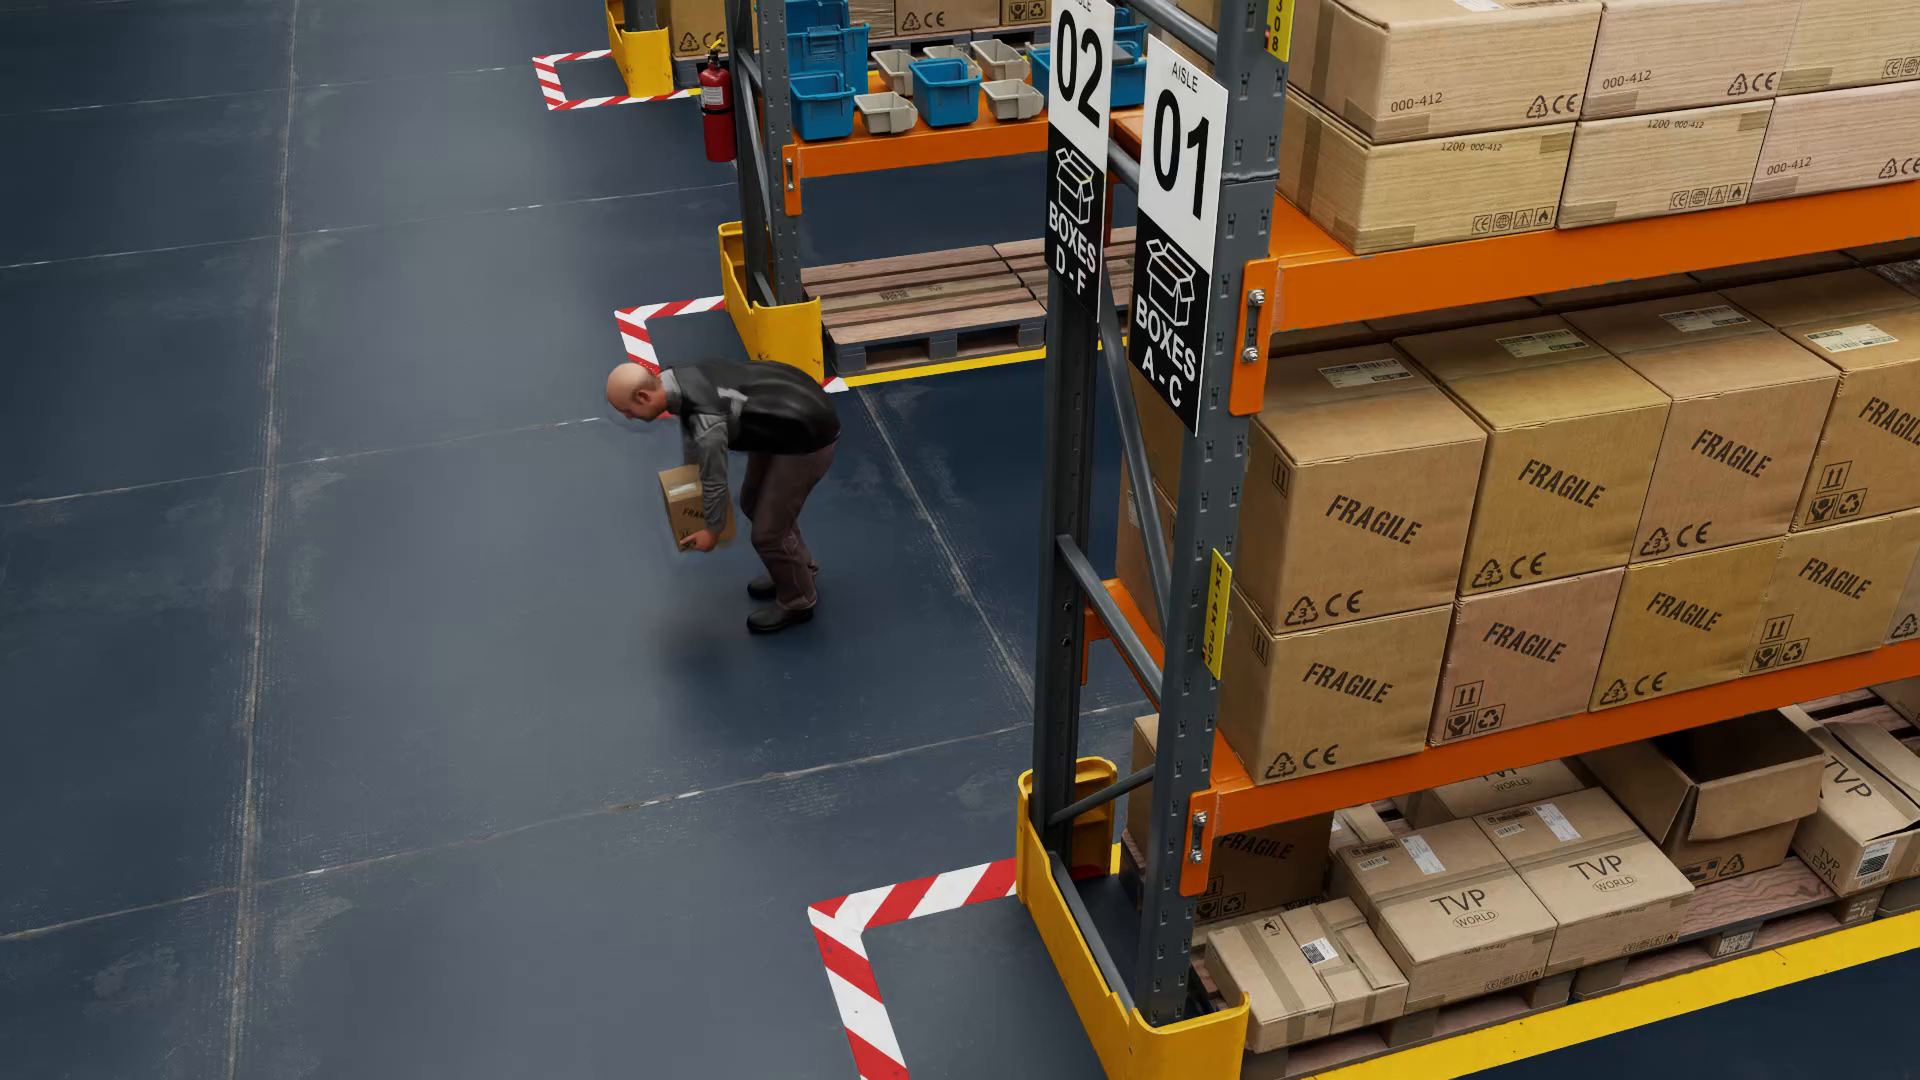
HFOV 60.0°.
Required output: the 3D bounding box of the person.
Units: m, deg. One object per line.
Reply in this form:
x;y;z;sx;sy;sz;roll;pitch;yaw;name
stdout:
-0.943;-0.207;6.875;0.916;1.281;0.462;-11;35;-16;person
